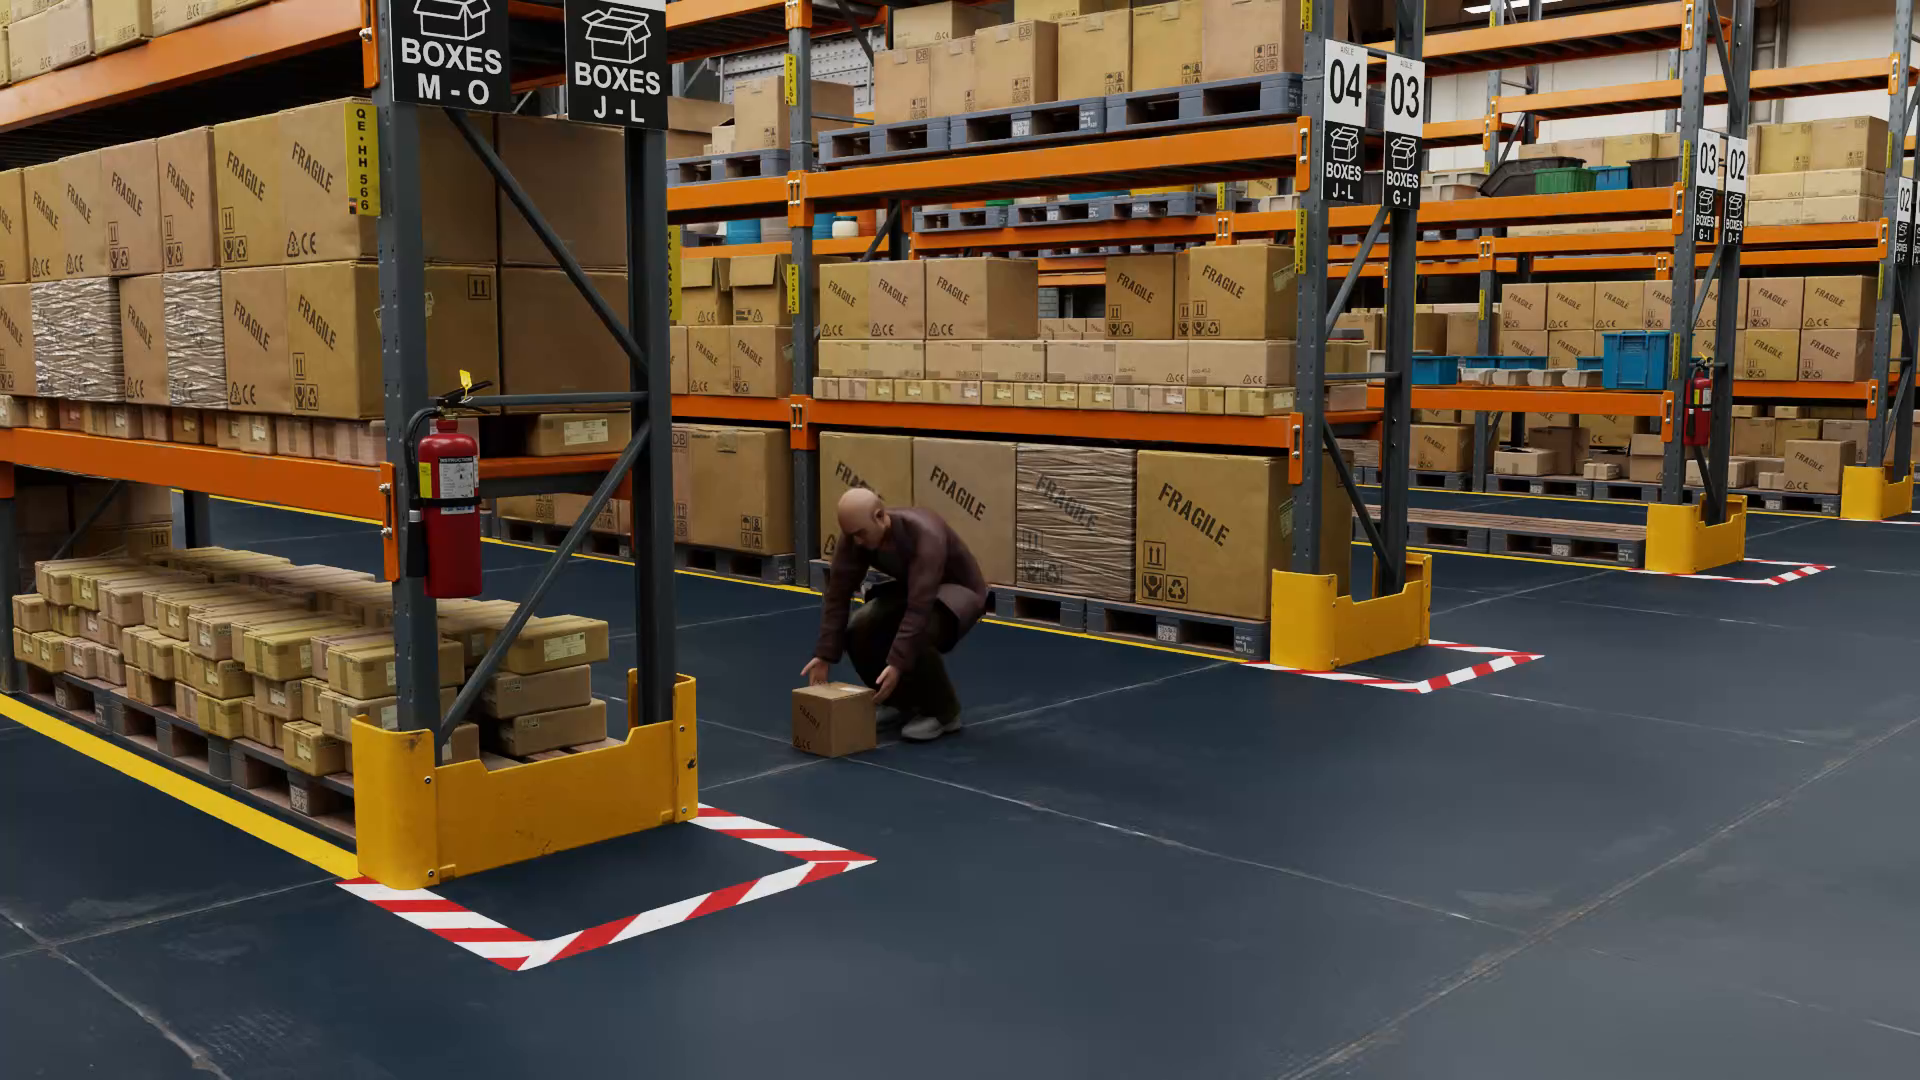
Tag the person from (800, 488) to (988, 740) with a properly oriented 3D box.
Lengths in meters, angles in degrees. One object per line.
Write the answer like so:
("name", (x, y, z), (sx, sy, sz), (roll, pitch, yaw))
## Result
("person", (-0.228, 0.303, 7.164), (0.613, 1.092, 0.861), (7, 9, 43))
